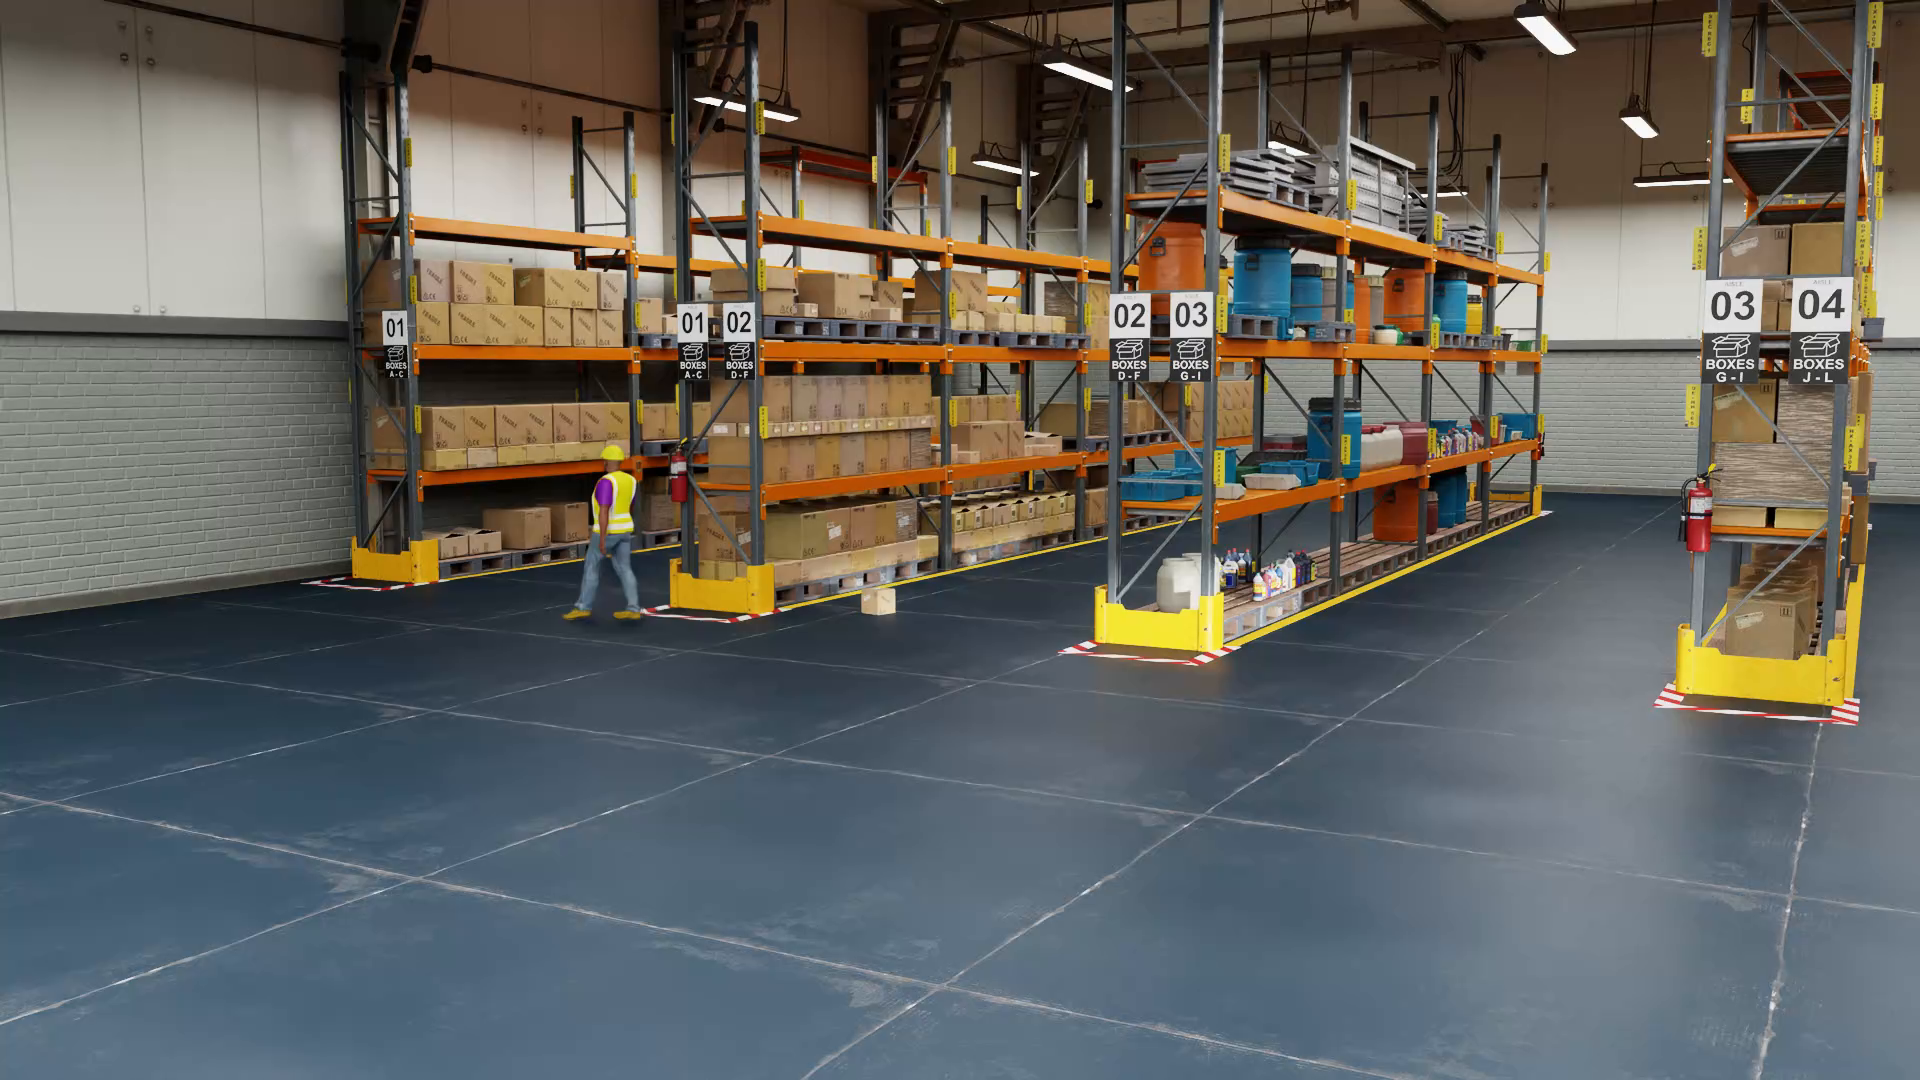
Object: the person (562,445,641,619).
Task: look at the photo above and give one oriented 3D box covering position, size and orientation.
[{"bbox_3d":[-3.542,-0.077,16.651,0.851,1.747,0.612,3,7,30],"label":"person"}]
